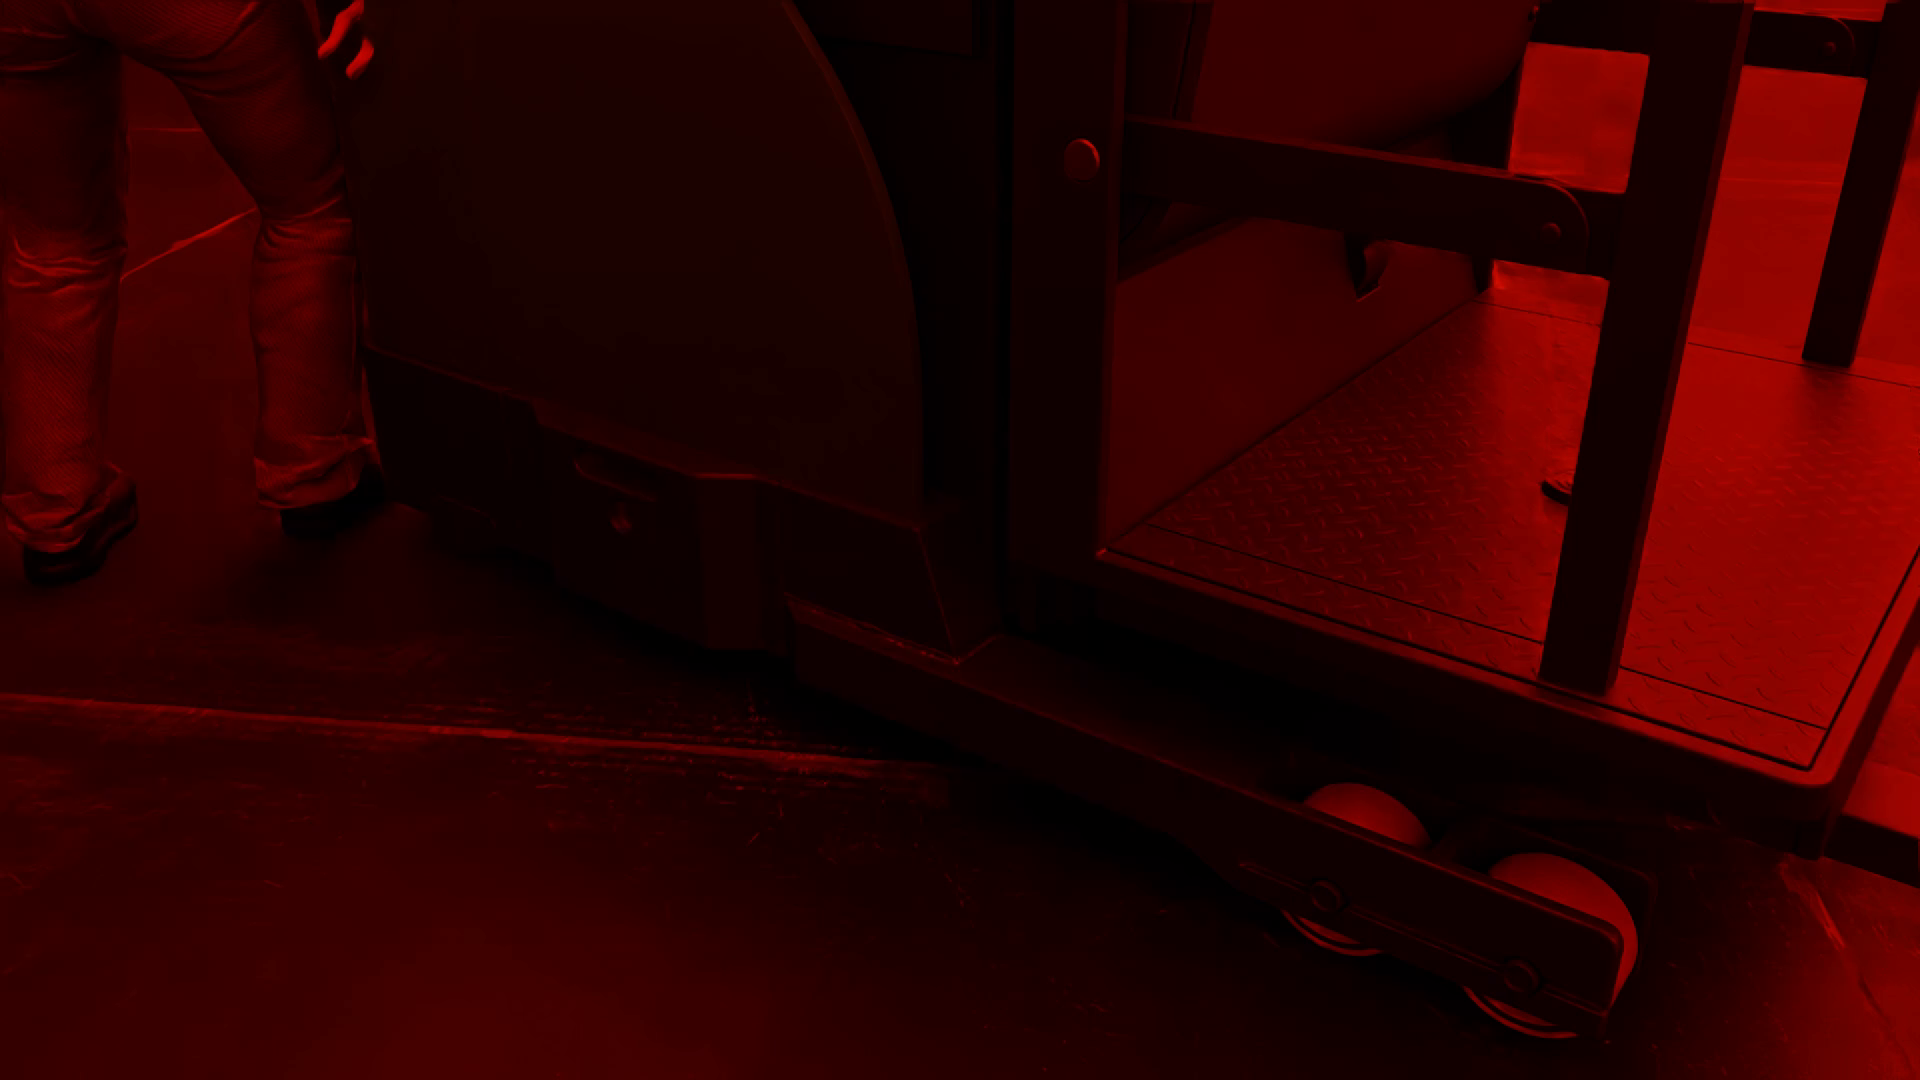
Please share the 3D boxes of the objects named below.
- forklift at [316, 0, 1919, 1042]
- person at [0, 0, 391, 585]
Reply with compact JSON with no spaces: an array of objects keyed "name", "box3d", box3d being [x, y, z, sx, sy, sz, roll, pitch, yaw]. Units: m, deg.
[{"name":"forklift","box3d":[0.619,-1.115,1.452,3.031,2.935,1.130,18,32,32]},{"name":"person","box3d":[-1.085,-0.730,2.193,0.734,1.590,0.470,1,27,2]}]
